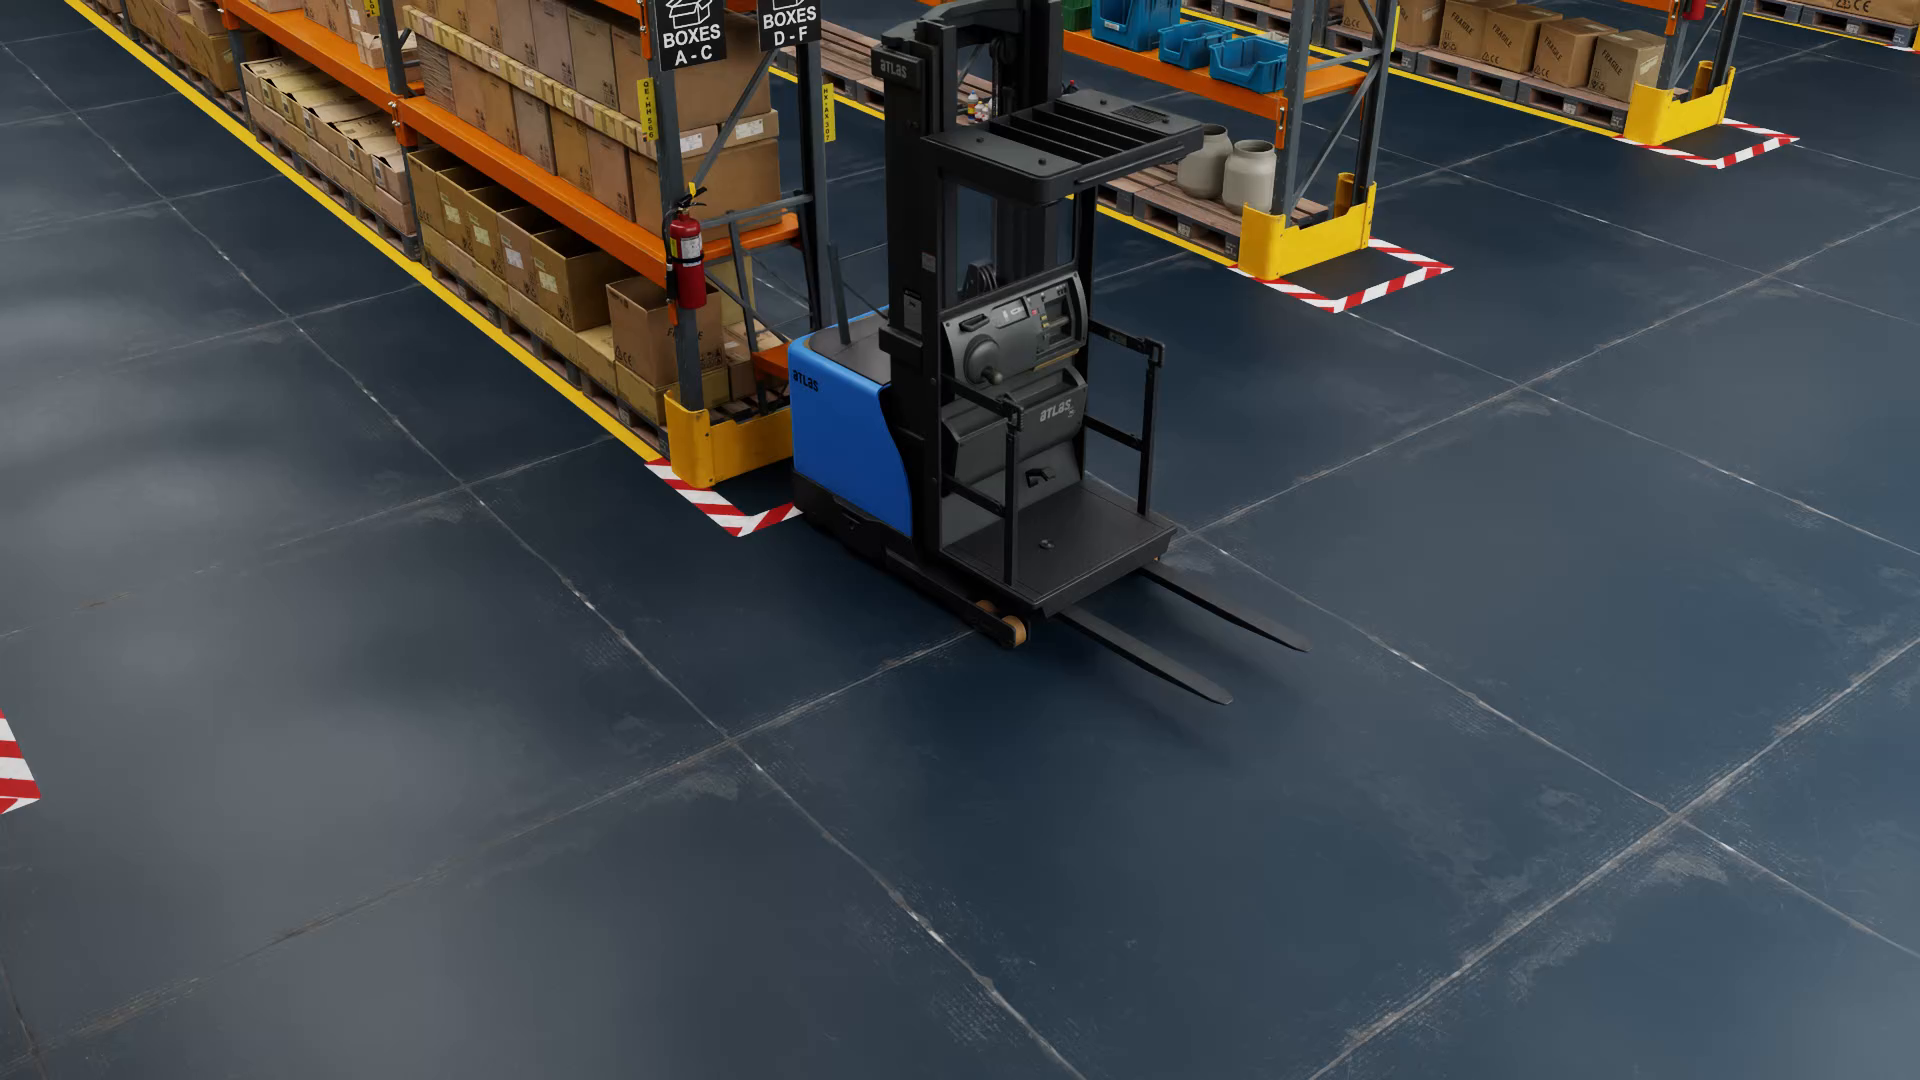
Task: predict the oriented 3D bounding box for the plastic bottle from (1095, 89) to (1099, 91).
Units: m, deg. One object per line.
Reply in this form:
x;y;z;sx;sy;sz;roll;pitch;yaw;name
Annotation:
1.206;-3.771;14.572;0.144;0.351;0.185;-23;38;-32;plastic bottle

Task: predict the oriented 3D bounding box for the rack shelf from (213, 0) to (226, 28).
-7.327;-5.693;16.255;1.077;0.370;4.000;-22;38;-31;rack shelf

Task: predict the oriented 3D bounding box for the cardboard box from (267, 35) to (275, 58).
-6.479;-4.788;16.069;0.500;0.500;0.500;-24;39;-33;cardboard box

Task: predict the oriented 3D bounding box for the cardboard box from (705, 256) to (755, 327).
-1.656;-1.663;10.582;0.500;0.500;0.500;-22;38;-31;cardboard box

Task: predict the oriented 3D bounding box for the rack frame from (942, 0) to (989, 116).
0.267;-5.099;14.617;1.000;3.000;0.127;-22;38;-31;rack frame

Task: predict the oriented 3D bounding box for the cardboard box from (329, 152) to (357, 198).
-4.754;-3.012;13.464;0.500;0.250;0.500;-21;38;-30;cardboard box

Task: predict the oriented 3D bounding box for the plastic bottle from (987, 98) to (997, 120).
0.336;-3.728;14.574;0.152;0.276;0.135;-21;37;-30;plastic bottle

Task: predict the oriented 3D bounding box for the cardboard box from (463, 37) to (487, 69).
-3.009;-3.216;10.875;0.380;0.149;0.250;-24;39;-33;cardboard box

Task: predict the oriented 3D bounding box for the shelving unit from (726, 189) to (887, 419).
-0.729;-1.118;9.449;0.587;1.500;1.083;-25;33;-31;shelving unit

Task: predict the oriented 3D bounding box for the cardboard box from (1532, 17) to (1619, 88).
5.869;-4.655;15.872;0.500;0.500;0.500;-12;34;-19;cardboard box

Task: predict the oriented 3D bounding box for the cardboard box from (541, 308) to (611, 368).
-2.381;-1.381;10.839;0.500;0.250;0.500;-22;38;-31;cardboard box

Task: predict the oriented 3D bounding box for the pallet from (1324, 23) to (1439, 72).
4.620;-5.248;17.500;1.003;0.211;1.213;-22;38;-31;pallet

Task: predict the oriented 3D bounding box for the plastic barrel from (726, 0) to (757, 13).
-2.499;-6.221;18.082;0.600;0.830;0.708;-22;38;-31;plastic barrel

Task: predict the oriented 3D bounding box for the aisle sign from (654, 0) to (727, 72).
-1.387;-2.813;8.472;0.394;0.787;0.004;-22;38;-31;aisle sign

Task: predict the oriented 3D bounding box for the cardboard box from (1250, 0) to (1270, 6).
3.543;-6.294;18.493;0.700;0.500;0.500;-23;38;-32;cardboard box

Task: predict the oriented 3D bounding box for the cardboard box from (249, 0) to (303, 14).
-5.705;-4.692;14.045;0.500;0.311;0.500;-23;38;-32;cardboard box

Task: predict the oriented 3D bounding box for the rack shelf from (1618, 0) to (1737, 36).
5.406;-5.562;16.044;1.077;0.370;4.000;-22;38;-31;rack shelf

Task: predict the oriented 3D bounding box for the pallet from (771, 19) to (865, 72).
-1.741;-5.246;17.496;1.003;0.211;1.213;-22;38;-31;pallet

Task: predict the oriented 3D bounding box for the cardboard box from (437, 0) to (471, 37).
-3.060;-3.698;11.037;0.700;0.500;0.500;-22;38;-32;cardboard box

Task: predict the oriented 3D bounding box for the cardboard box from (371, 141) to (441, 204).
-4.123;-2.822;12.628;0.500;0.311;0.500;-22;38;-31;cardboard box

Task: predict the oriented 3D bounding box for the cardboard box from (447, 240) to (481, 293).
-3.300;-2.007;11.846;0.500;0.250;0.500;-22;38;-31;cardboard box

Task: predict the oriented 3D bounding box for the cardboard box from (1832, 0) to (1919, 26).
10.145;-6.134;17.899;0.875;0.875;0.875;-22;38;-31;cardboard box

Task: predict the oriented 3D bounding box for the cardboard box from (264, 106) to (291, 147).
-5.702;-3.653;14.496;0.500;0.250;0.500;-23;39;-33;cardboard box

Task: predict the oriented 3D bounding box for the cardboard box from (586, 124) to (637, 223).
-1.797;-2.289;9.998;0.700;0.500;0.500;-21;38;-30;cardboard box

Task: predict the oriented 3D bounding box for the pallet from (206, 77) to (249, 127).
-6.529;-4.304;15.979;1.003;0.211;1.213;-22;38;-31;pallet

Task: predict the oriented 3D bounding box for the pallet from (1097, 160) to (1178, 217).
1.399;-3.112;14.061;1.003;0.211;1.213;-22;38;-31;pallet

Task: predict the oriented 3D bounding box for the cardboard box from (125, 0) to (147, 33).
-8.449;-5.677;17.499;0.500;0.500;0.500;-24;39;-33;cardboard box

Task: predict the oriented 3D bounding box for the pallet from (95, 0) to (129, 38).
-8.974;-5.934;18.604;1.003;0.211;1.213;-22;38;-31;pallet

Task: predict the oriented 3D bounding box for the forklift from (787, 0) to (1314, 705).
0.426;-1.004;8.089;1.130;2.935;3.031;-26;40;-35;forklift

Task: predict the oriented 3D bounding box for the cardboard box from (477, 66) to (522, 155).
-2.738;-2.929;11.029;0.700;0.500;0.500;-22;38;-31;cardboard box

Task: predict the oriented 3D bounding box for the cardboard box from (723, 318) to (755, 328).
-1.657;-1.344;10.779;0.500;0.250;0.500;-22;38;-31;cardboard box

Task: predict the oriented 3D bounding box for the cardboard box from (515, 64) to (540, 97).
-2.533;-2.892;10.354;0.380;0.149;0.250;-23;38;-32;cardboard box

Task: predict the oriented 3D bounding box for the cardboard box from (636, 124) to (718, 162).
-1.580;-2.246;9.314;0.380;0.149;0.250;-23;39;-32;cardboard box

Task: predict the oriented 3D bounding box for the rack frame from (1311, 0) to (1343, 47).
4.180;-6.701;17.197;1.000;3.000;0.127;-22;38;-31;rack frame

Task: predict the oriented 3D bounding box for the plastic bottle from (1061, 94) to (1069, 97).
0.906;-3.815;14.714;0.152;0.276;0.135;-22;38;-31;plastic bottle

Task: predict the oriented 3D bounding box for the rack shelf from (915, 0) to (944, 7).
-0.959;-5.627;16.148;1.077;0.370;4.000;-22;38;-31;rack shelf

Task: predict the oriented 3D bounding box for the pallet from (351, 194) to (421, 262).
-4.130;-2.608;13.249;1.003;0.211;1.213;-22;38;-31;pallet

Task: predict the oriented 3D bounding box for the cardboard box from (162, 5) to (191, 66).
-7.503;-5.036;16.468;0.500;0.500;0.500;-24;39;-33;cardboard box

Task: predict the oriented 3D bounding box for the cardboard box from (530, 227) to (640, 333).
-2.384;-1.699;10.640;0.500;0.500;0.500;-22;38;-31;cardboard box

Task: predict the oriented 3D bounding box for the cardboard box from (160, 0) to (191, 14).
-7.528;-5.369;16.294;0.500;0.250;0.500;-23;39;-32;cardboard box

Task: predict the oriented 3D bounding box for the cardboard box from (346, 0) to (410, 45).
-4.429;-4.085;12.890;0.500;0.500;0.500;-19;37;-28;cardboard box

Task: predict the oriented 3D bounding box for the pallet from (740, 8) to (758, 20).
-2.702;-5.896;18.544;1.003;0.211;1.213;-22;38;-31;pallet

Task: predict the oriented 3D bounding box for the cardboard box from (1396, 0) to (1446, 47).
4.751;-5.402;17.076;0.500;0.500;0.500;-11;33;-16;cardboard box

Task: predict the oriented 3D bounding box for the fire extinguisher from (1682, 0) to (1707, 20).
6.339;-4.805;14.216;0.296;0.674;0.183;-22;38;-31;fire extinguisher

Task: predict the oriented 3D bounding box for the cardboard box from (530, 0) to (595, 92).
-2.140;-3.072;10.029;0.700;0.500;0.500;-22;38;-31;cardboard box

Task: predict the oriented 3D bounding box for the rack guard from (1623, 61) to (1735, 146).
6.586;-4.004;15.223;1.175;0.500;0.348;-22;38;-31;rack guard

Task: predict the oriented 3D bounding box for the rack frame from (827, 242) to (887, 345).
-0.410;-0.958;9.075;0.500;1.500;0.032;-25;33;-31;rack frame

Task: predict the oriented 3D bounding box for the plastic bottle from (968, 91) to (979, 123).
0.116;-3.852;14.778;0.097;0.271;0.097;0;32;0;plastic bottle

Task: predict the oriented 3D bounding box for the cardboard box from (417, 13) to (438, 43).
-3.482;-3.537;11.392;0.380;0.149;0.250;-22;38;-31;cardboard box

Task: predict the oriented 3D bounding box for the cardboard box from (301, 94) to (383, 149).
-5.056;-3.457;13.649;0.500;0.311;0.500;-23;38;-32;cardboard box

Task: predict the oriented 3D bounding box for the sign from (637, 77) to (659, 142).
-1.632;-2.254;8.713;0.100;0.325;0.005;-22;38;-31;sign

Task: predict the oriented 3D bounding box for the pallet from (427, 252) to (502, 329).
-3.193;-1.968;12.219;1.003;0.211;1.213;-22;38;-31;pallet

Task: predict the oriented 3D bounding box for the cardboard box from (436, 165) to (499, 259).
-3.298;-2.326;11.650;0.500;0.500;0.500;-22;38;-31;cardboard box

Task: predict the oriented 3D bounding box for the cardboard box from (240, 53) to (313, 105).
-6.011;-4.100;14.685;0.500;0.311;0.500;-21;37;-30;cardboard box

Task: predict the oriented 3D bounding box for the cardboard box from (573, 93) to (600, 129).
-2.051;-2.567;9.831;0.380;0.149;0.250;-22;38;-31;cardboard box

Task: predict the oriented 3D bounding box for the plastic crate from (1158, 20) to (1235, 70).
1.783;-3.753;12.590;0.499;0.251;0.408;-22;38;-31;plastic crate

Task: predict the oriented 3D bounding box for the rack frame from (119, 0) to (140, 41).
-8.553;-6.832;17.407;1.000;3.000;0.127;-22;38;-31;rack frame
